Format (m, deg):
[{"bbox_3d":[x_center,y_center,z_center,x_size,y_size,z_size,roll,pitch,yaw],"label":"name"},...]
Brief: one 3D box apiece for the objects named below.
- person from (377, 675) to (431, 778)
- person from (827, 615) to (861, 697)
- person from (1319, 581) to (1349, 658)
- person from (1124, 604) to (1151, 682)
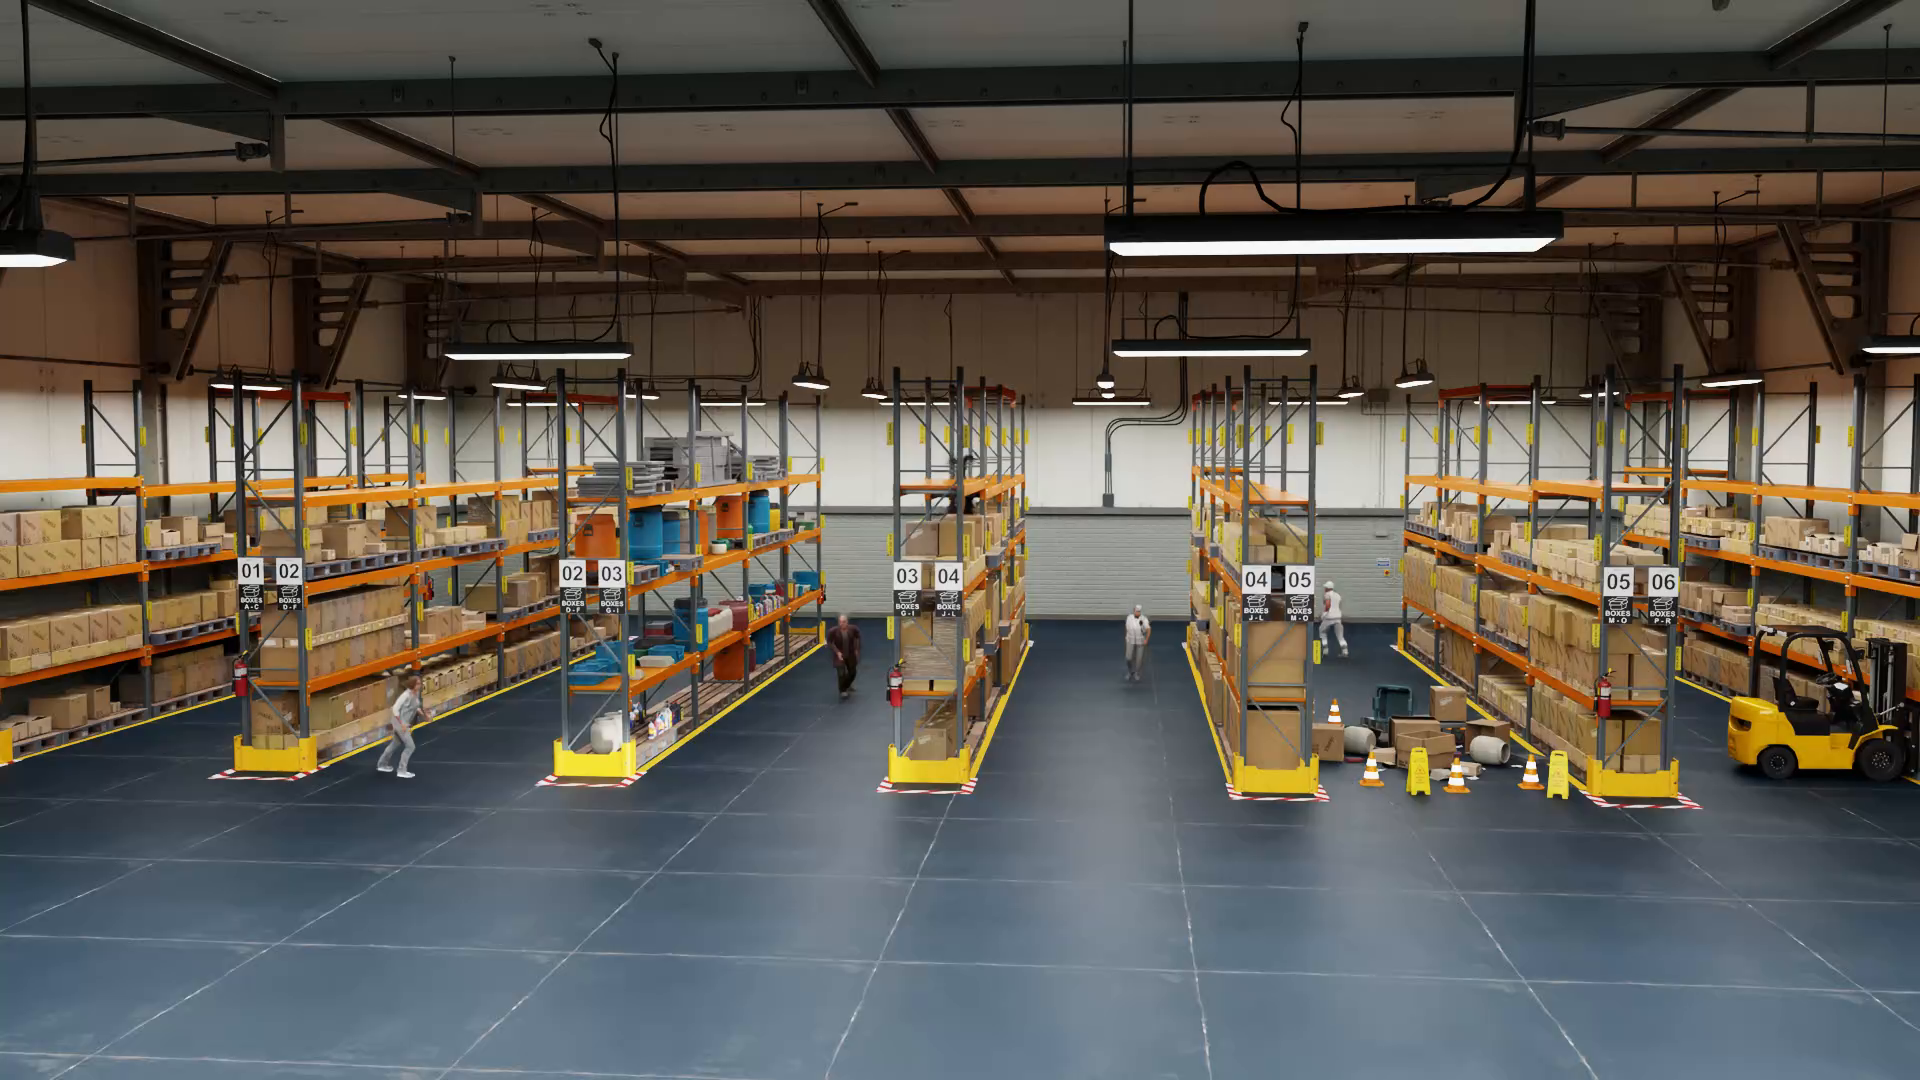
[{"bbox_3d":[-8.203,2.735,24.474,0.807,1.521,0.590,0,4,-4],"label":"person"},{"bbox_3d":[-2.246,2.205,31.877,0.677,1.624,0.883,-1,4,-17],"label":"person"},{"bbox_3d":[8.360,1.812,37.369,0.686,1.752,0.993,-2,4,-23],"label":"person"},{"bbox_3d":[3.591,2.096,33.691,0.583,1.615,0.770,1,4,11],"label":"person"}]
